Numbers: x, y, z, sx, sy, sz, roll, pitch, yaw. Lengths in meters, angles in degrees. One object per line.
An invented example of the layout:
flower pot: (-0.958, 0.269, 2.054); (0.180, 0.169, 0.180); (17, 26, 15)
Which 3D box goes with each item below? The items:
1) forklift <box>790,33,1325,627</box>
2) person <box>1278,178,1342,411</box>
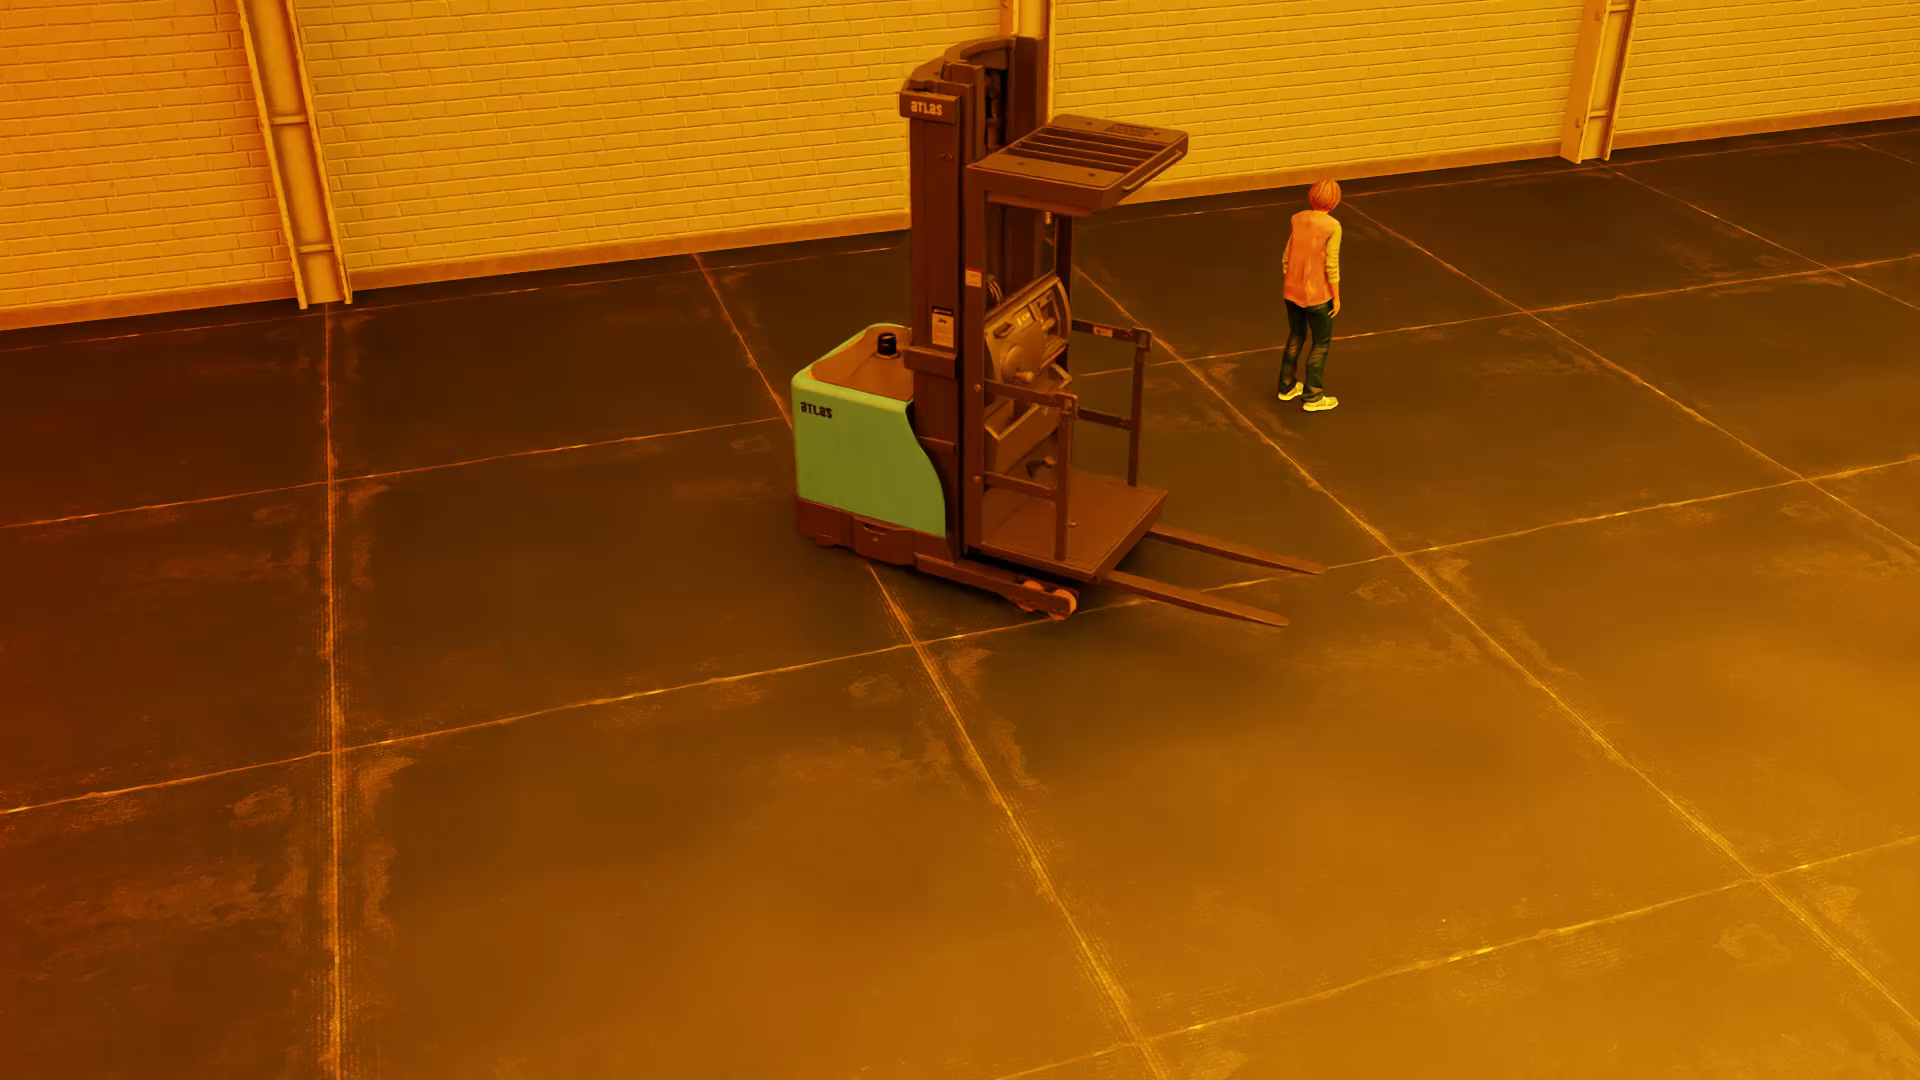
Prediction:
forklift: (0.554, -1.130, 9.050); (3.031, 2.935, 1.130); (15, 33, 25)
person: (2.390, -1.665, 11.326); (0.348, 1.590, 0.471); (-23, 37, -34)
